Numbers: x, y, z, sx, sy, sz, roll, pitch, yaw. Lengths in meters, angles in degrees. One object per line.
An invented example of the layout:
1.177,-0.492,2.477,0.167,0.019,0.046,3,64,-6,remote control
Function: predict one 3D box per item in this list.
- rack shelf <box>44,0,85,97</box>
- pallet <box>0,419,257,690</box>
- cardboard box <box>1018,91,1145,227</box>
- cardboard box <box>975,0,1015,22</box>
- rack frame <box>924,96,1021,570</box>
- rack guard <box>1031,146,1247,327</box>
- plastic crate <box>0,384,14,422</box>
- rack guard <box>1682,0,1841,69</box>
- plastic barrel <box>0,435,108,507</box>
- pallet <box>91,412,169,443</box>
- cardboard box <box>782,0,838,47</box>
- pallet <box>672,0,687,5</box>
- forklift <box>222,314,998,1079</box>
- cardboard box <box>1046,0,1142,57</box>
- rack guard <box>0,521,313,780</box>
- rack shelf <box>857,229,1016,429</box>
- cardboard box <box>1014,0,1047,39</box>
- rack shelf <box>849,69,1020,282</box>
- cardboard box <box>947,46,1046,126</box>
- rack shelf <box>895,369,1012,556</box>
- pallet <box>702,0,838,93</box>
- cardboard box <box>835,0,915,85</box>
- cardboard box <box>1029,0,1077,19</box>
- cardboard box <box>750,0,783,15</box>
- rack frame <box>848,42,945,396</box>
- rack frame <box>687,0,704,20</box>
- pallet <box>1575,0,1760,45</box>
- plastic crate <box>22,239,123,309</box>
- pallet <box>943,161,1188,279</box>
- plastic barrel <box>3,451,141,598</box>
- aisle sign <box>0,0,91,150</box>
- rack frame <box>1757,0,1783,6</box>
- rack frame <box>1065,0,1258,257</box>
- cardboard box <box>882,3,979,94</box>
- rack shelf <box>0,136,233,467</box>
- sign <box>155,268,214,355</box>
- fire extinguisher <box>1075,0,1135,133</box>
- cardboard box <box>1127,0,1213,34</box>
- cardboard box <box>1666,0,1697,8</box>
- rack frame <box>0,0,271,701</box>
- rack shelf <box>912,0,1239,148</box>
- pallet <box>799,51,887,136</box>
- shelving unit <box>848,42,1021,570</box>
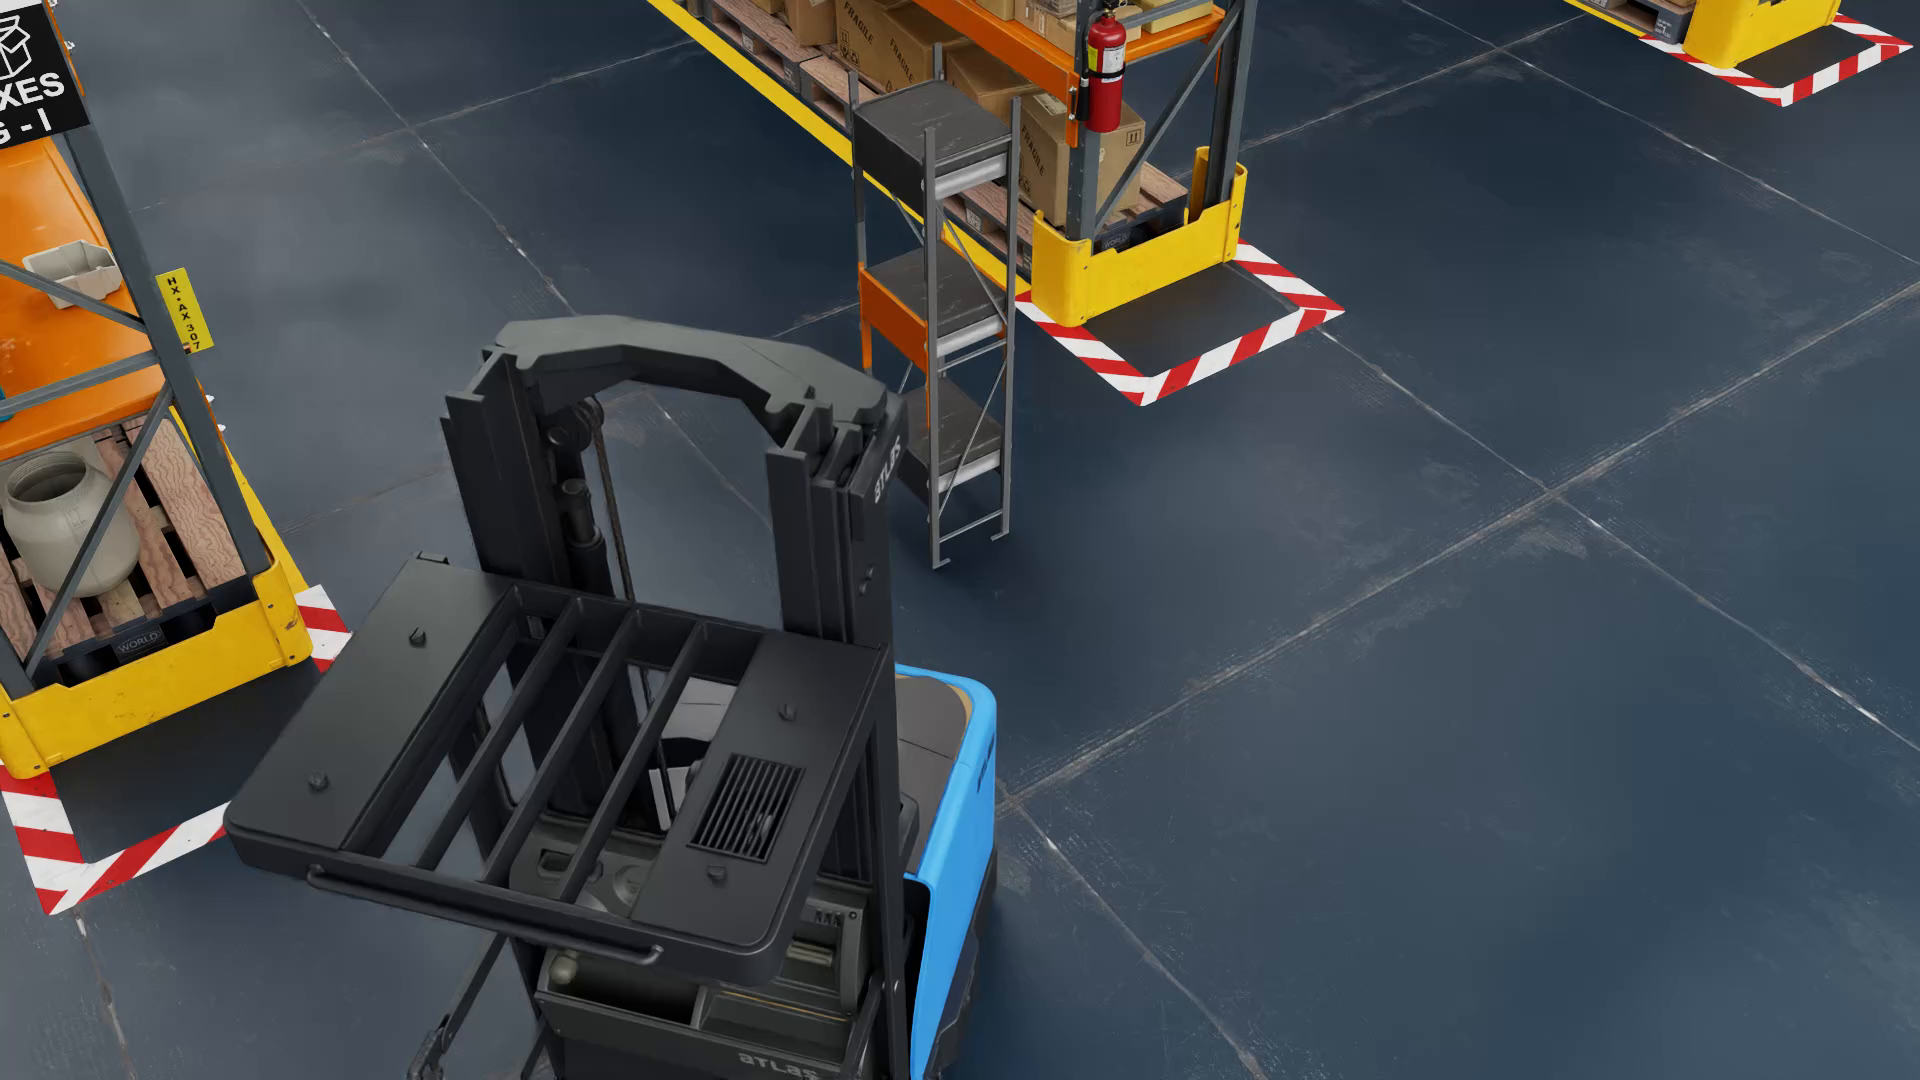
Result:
-4.248,-2.422,5.954,1.077,0.370,4.000,-26,49,-24,rack shelf
-3.647,0.058,7.028,1.003,0.211,1.213,-26,49,-24,pallet
0.615,-2.029,8.700,0.500,0.500,0.500,-17,46,-17,cardboard box
0.298,-2.673,8.051,0.380,0.149,0.250,-26,49,-24,cardboard box
0.045,-0.715,6.469,0.400,2.100,0.015,-26,49,-24,rack frame
0.915,-1.560,8.513,1.175,0.500,0.348,-26,49,-24,rack guard
-3.636,-0.576,5.779,0.499,0.251,0.616,-26,49,-24,plastic crate
5.098,-3.405,10.446,1.175,0.500,0.348,-26,49,-24,rack guard
-3.830,-0.343,6.925,0.421,0.512,0.421,0,44,0,plastic barrel
-4.340,-0.633,7.751,1.003,0.211,1.213,-26,49,-24,pallet
-0.800,-3.370,10.105,0.500,0.500,0.500,-12,45,-12,cardboard box
-1.777,-4.118,11.402,1.003,0.211,1.213,-26,49,-24,pallet
-0.743,1.063,4.004,1.130,2.935,3.031,10,45,11,forklift
0.626,-2.410,7.775,0.380,0.149,0.250,-26,49,-24,cardboard box
-3.186,0.415,6.444,1.175,0.500,0.348,-26,49,-24,rack guard
-0.095,-0.843,6.624,0.431,0.518,0.480,-26,49,-24,rack shelf
0.483,-2.552,7.924,0.380,0.149,0.250,-26,49,-24,cardboard box
-0.095,-1.350,6.140,0.431,0.518,0.480,-26,49,-24,rack shelf
0.245,-2.354,9.041,0.500,0.500,0.500,-14,45,-14,cardboard box
-0.095,-0.337,7.107,0.431,0.518,0.480,-26,49,-24,rack shelf
-0.917,-3.311,10.557,1.003,0.211,1.213,-26,49,-24,pallet
-0.381,-3.050,9.769,0.500,0.500,0.500,-30,51,-28,cardboard box
0.666,-2.887,7.805,0.875,0.500,0.500,-26,49,-24,cardboard box
-1.134,-3.692,10.442,0.500,0.500,0.500,-27,50,-26,cardboard box
-0.234,-0.991,6.759,0.400,2.100,0.015,-26,49,-24,rack frame
-1.330,-4.686,9.978,1.000,3.000,0.127,-26,49,-24,rack frame
4.563,-3.736,11.002,1.003,0.211,1.213,-26,49,-24,pallet
-3.352,-1.003,6.310,0.298,0.136,0.250,-26,49,-24,plastic crate
0.479,-1.929,9.109,1.003,0.211,1.213,-26,49,-24,pallet
-3.543,-0.059,6.628,0.421,0.512,0.421,0,44,0,plastic barrel
-2.823,-1.480,4.736,0.394,0.787,0.004,-26,49,-24,aisle sign
5.084,-4.323,9.597,1.000,3.000,0.127,-26,49,-24,rack frame
0.958,-2.421,7.605,1.000,3.000,0.127,-26,49,-24,rack frame
-0.098,-2.716,9.420,0.500,0.500,0.500,-21,48,-21,cardboard box
-4.248,-1.337,6.990,1.077,0.370,4.000,-26,49,-24,rack shelf
-2.650,-0.779,5.684,0.100,0.325,0.005,-26,49,-24,sign
0.646,-2.146,7.373,0.296,0.674,0.183,-26,49,-24,fire extinguisher
0.991,-2.586,7.959,0.380,0.149,0.250,-26,49,-24,cardboard box
4.642,-4.064,10.561,0.875,0.875,0.875,-25,49,-24,cardboard box
-3.104,-0.464,5.555,1.000,3.000,0.127,-26,49,-24,rack frame
-0.186,-3.293,9.039,1.077,0.370,4.000,-26,49,-24,rack shelf
-0.215,-2.620,9.832,1.003,0.211,1.213,-26,49,-24,pallet
-0.095,-0.853,6.614,0.431,2.100,0.503,-26,49,-24,shelving unit
